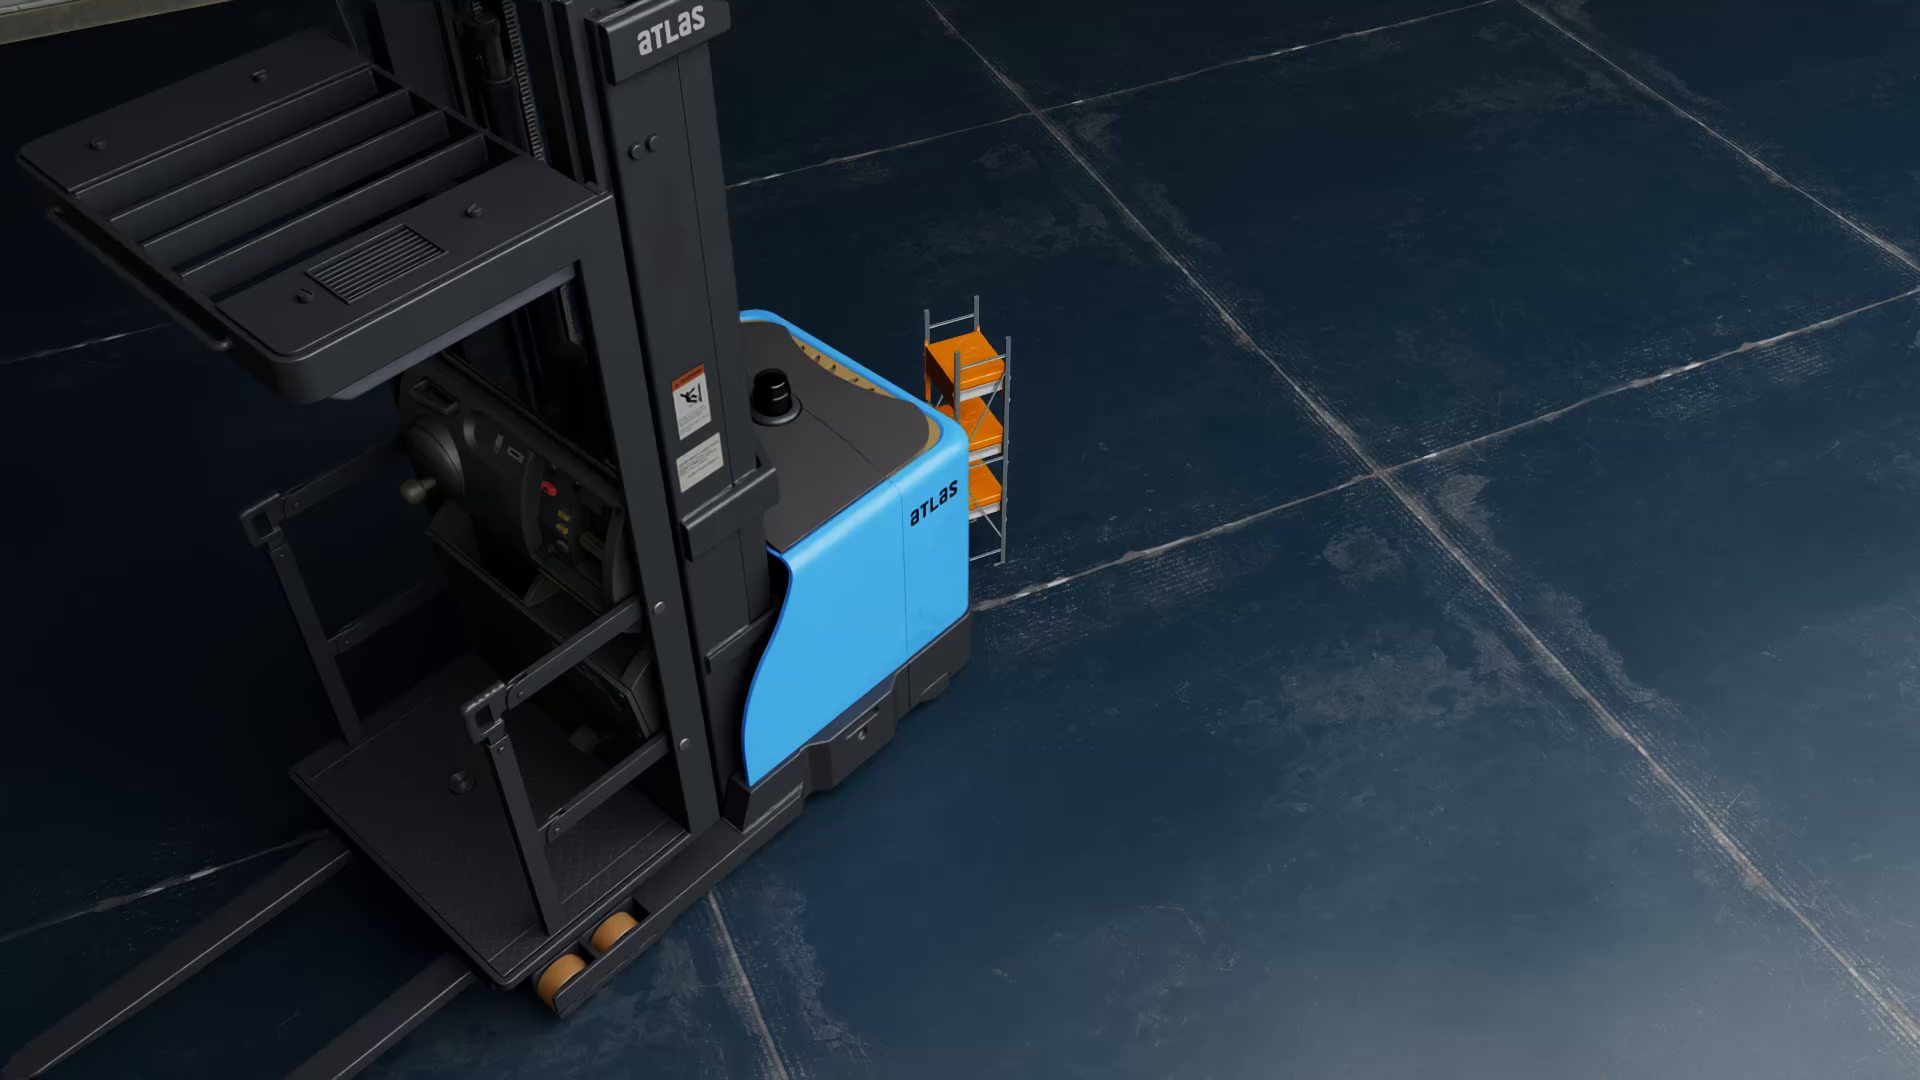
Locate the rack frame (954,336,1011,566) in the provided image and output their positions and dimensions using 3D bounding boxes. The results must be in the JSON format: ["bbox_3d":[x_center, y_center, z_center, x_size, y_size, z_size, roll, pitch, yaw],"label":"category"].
[{"bbox_3d":[0.074,-0.262,5.768,0.200,1.050,0.008,-18,47,-17],"label":"rack frame"}]

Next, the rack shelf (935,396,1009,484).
[{"bbox_3d":[0.022,-0.332,5.854,0.215,0.259,0.240,-18,47,-17],"label":"rack shelf"}]

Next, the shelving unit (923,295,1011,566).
[{"bbox_3d":[0.022,-0.340,5.847,0.215,1.050,0.252,-18,47,-17],"label":"shelving unit"}]

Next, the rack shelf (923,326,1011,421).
[{"bbox_3d":[0.022,-0.534,5.655,0.215,0.259,0.240,-18,47,-17],"label":"rack shelf"}]

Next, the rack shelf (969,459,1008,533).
[{"bbox_3d":[0.022,-0.134,6.049,0.215,0.259,0.240,-18,47,-17],"label":"rack shelf"}]

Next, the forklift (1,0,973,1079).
[{"bbox_3d":[-1.321,-0.078,4.243,1.130,2.935,3.031,33,53,29],"label":"forklift"}]

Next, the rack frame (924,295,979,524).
[{"bbox_3d":[-0.029,-0.417,5.926,0.200,1.050,0.008,-18,47,-17],"label":"rack frame"}]
